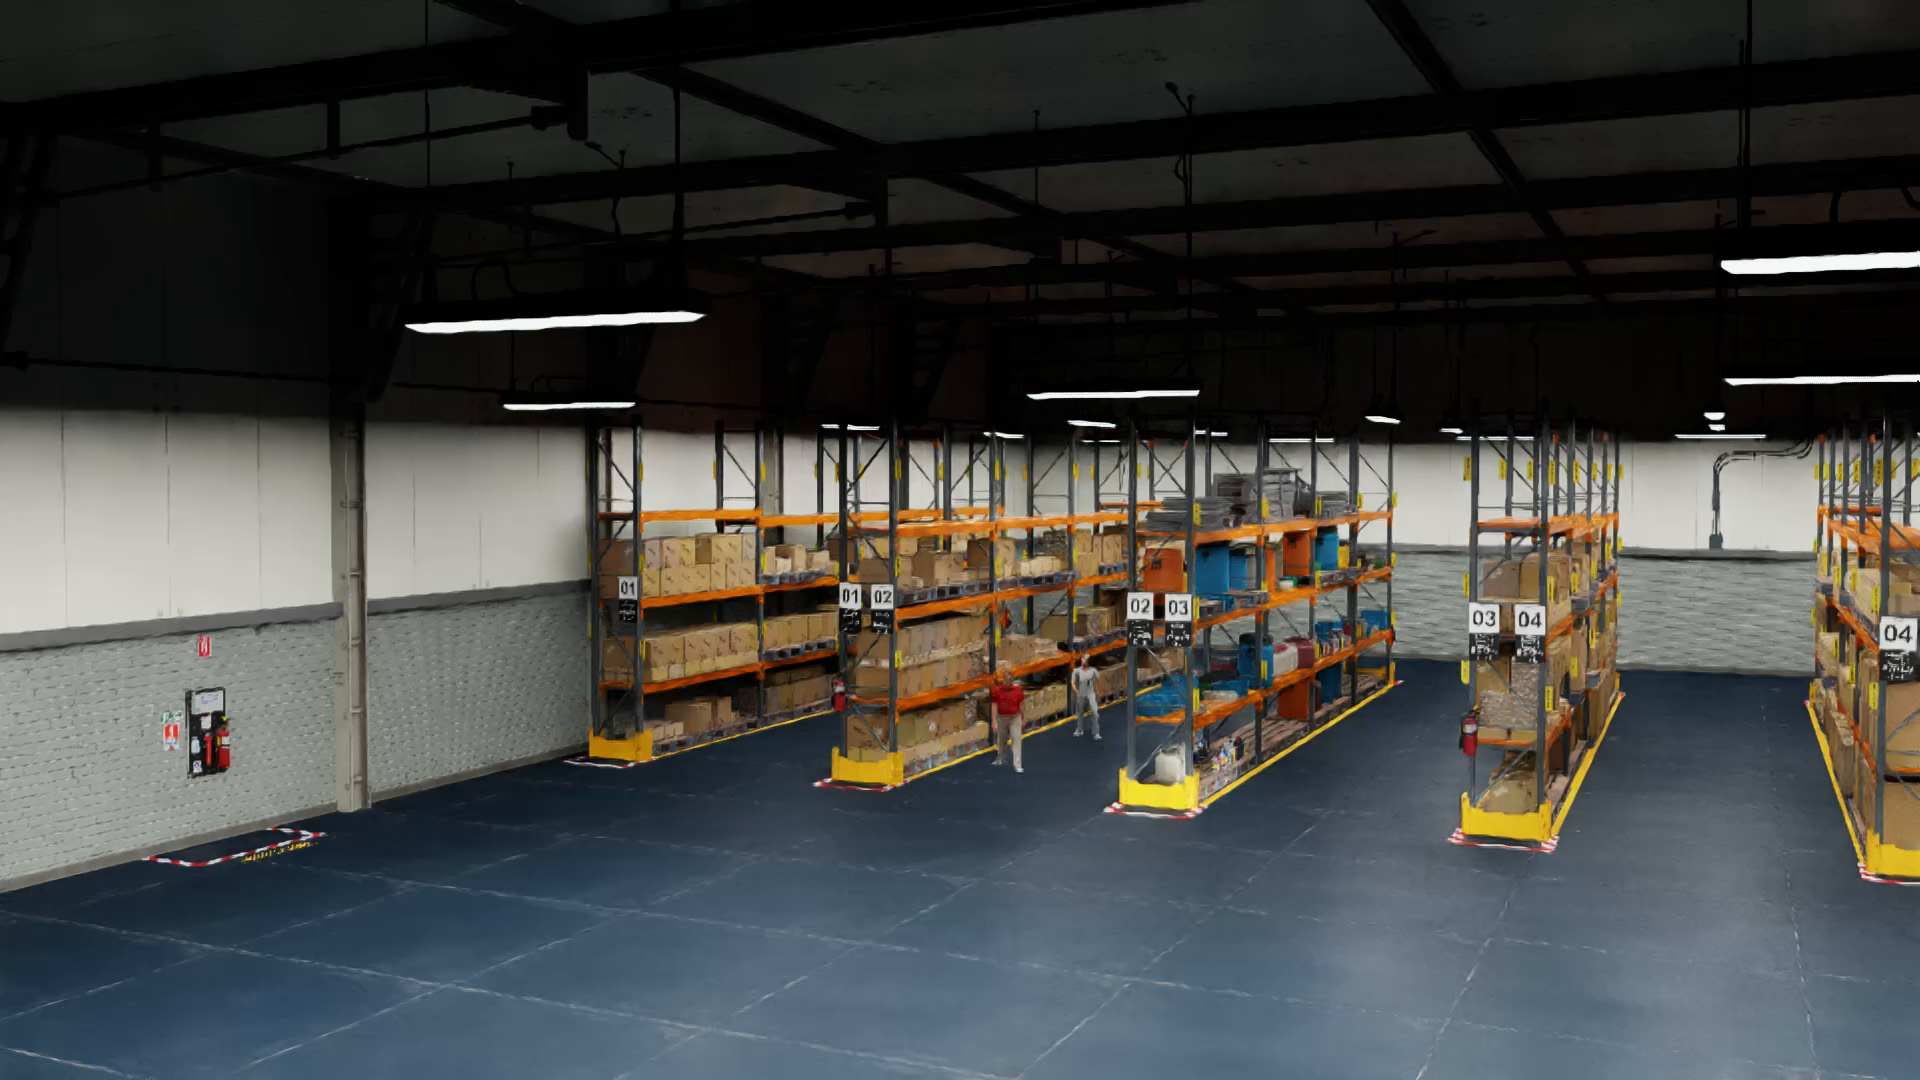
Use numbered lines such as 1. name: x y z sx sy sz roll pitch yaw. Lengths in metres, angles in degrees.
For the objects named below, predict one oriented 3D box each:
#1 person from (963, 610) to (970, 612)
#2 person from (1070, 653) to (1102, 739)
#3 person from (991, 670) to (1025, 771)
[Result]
1. person: 0.183 2.509 38.512 0.444 1.780 0.678 0 2 8
2. person: 2.377 2.907 31.185 0.598 1.604 0.814 0 2 9
3. person: 0.807 3.019 27.922 0.585 1.679 0.975 0 2 2
